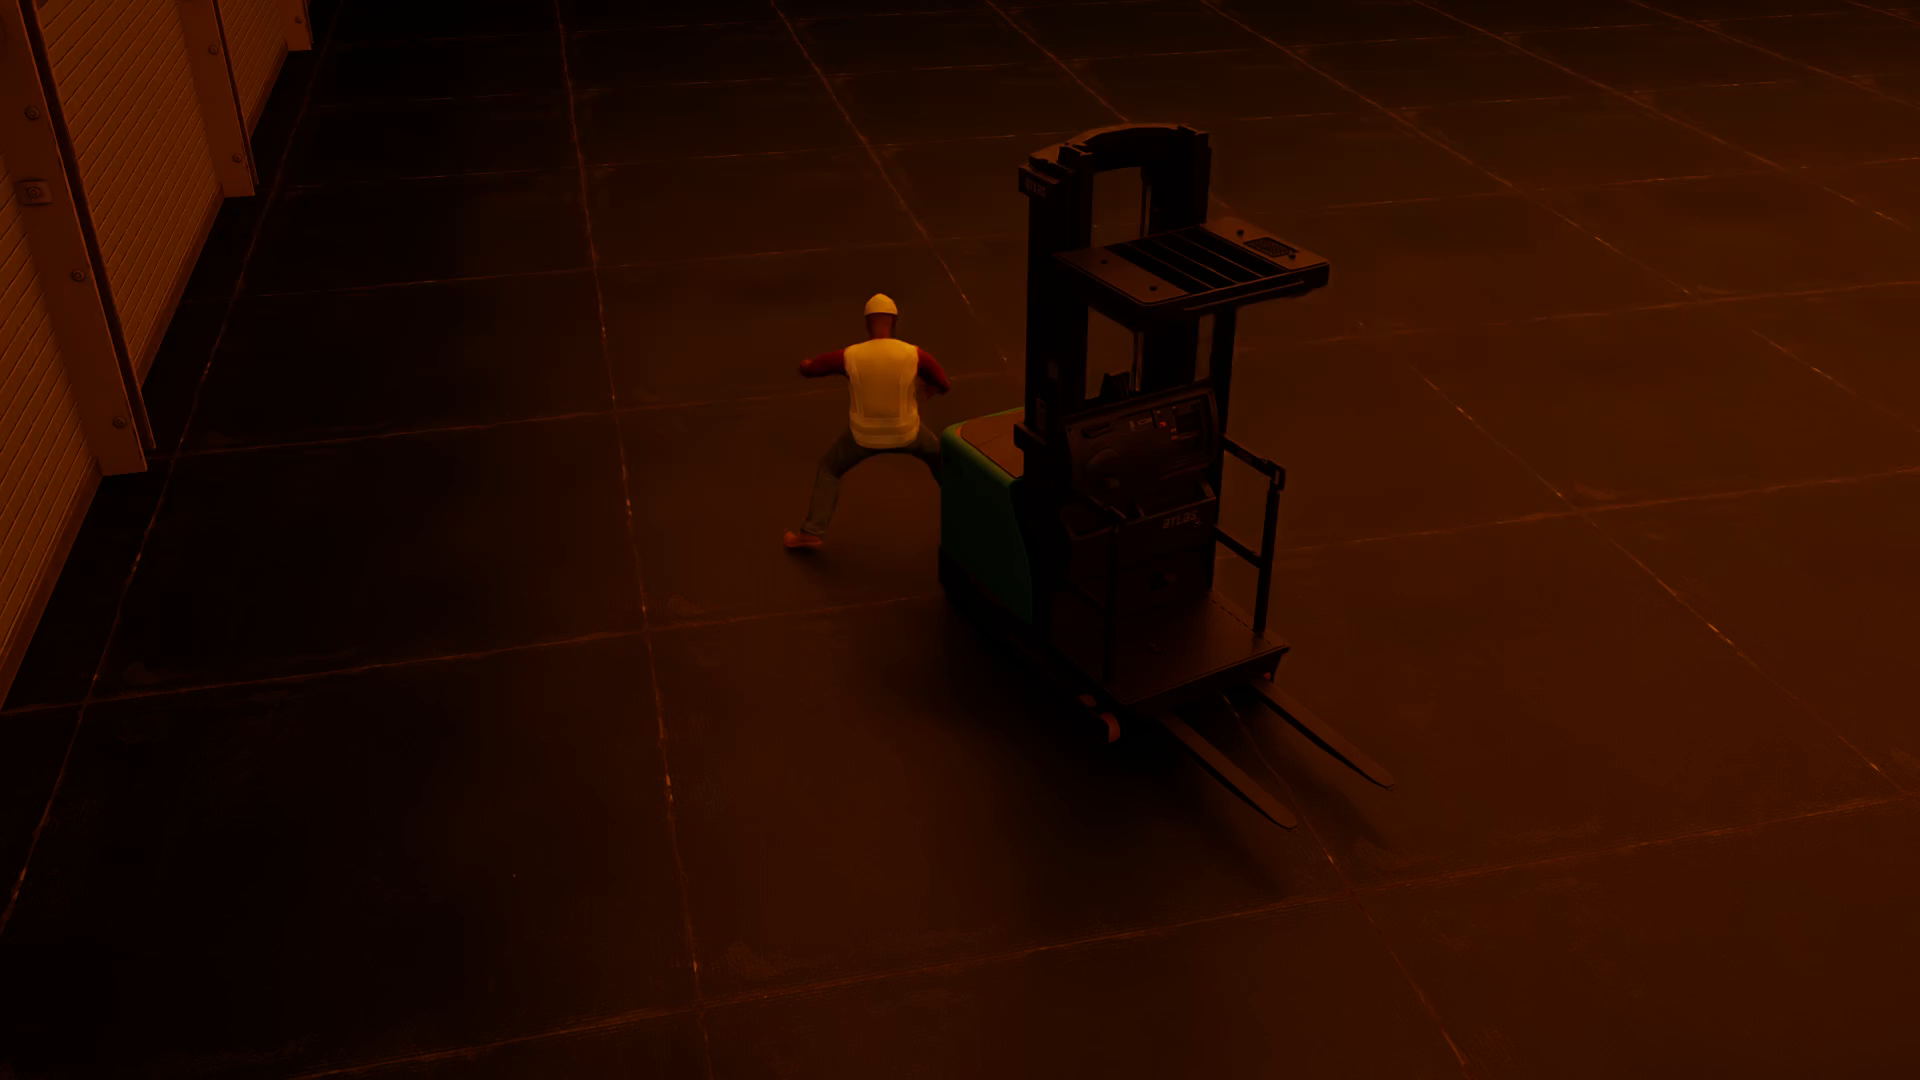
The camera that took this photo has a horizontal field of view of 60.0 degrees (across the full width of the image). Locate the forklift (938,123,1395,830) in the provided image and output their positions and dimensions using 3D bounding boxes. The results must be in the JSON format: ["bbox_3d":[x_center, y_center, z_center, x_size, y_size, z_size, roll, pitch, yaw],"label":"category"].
[{"bbox_3d":[1.050,-0.469,8.385,1.130,2.935,3.031,-16,34,-26],"label":"forklift"}]

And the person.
[{"bbox_3d":[-0.516,-0.805,10.336,1.193,1.583,0.923,-1,30,-1],"label":"person"}]
